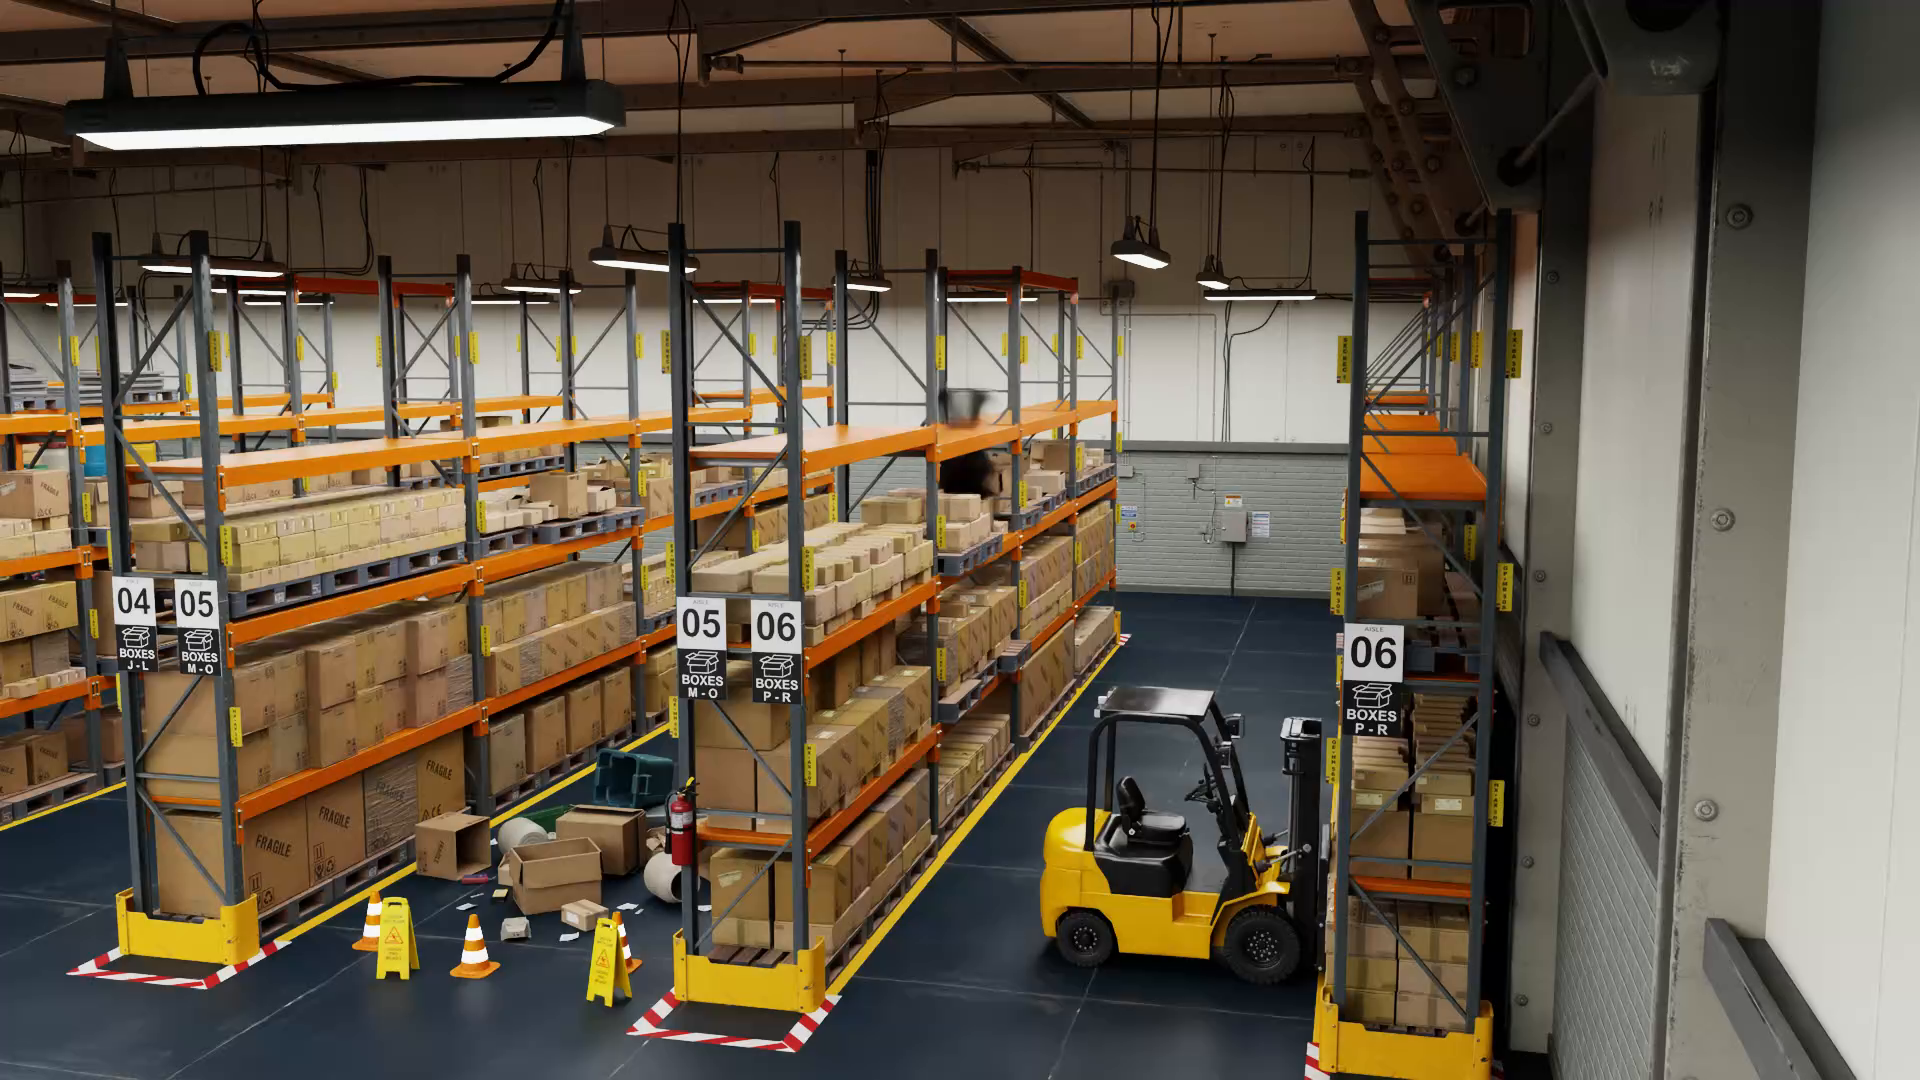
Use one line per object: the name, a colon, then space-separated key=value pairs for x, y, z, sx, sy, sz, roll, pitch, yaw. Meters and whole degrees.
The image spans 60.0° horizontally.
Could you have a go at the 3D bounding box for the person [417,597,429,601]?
person: x=-7.340 y=1.521 z=22.880 sx=0.572 sy=1.549 sz=0.711 roll=-2 pitch=7 yaw=-12

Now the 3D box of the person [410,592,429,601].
person: x=-7.555 y=1.402 z=23.276 sx=0.646 sy=1.603 sz=0.723 roll=1 pitch=7 yaw=10
